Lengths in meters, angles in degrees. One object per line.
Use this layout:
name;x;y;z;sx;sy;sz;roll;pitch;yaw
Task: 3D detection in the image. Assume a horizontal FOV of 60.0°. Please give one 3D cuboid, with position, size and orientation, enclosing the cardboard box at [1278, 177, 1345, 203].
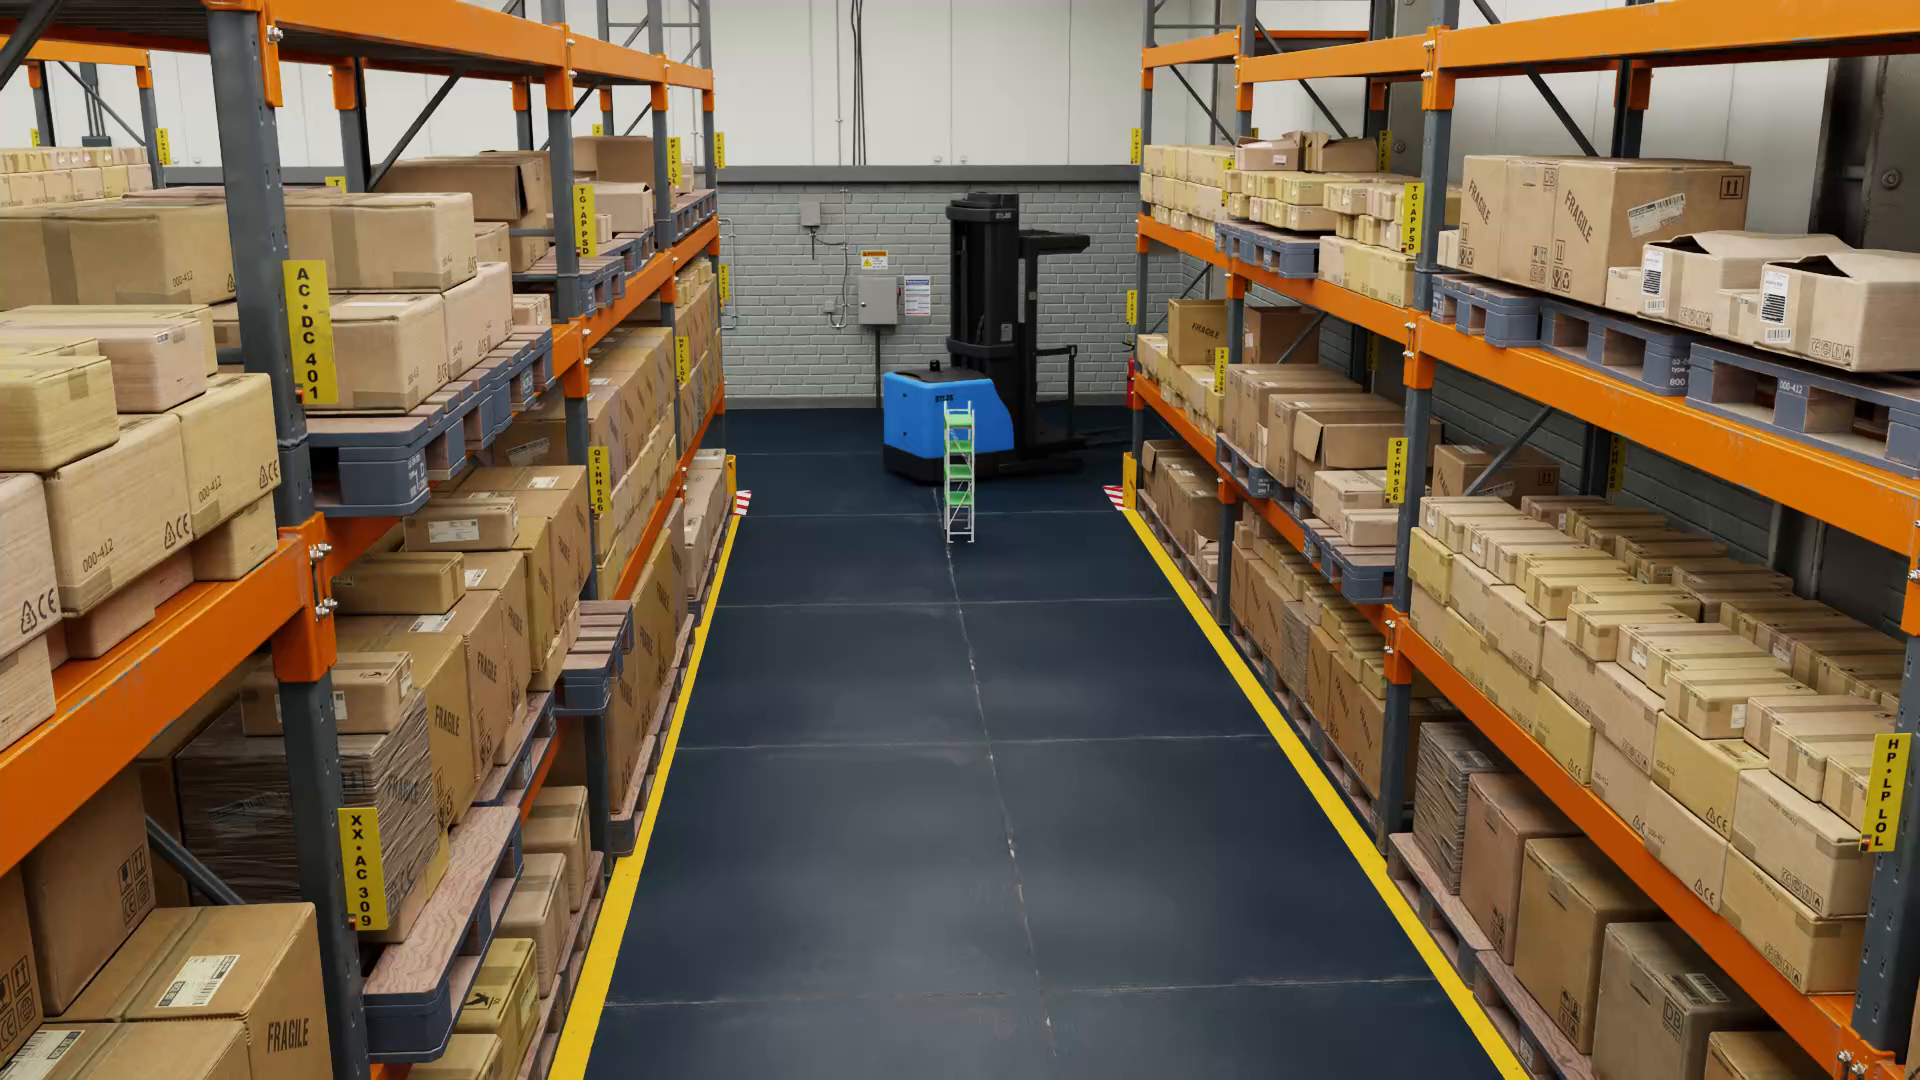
cardboard box;2.169;-2.150;10.207;0.380;0.149;0.250;-1;14;-3

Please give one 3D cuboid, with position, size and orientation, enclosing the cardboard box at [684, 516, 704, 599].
cardboard box;-2.446;0.134;12.787;0.875;0.438;0.875;-1;14;-4

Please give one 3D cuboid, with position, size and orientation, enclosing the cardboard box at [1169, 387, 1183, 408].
cardboard box;2.005;-1.224;14.270;0.380;0.149;0.250;-1;14;-2

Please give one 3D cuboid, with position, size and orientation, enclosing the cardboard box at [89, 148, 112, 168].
cardboard box;-7.324;-3.186;13.866;0.386;0.149;0.259;0;14;-1

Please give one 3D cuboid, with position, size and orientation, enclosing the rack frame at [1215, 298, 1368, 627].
rack frame;2.440;-0.824;12.208;1.000;3.000;0.127;-1;14;-3

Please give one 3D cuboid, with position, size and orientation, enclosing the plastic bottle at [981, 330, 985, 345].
plastic bottle;-8.046;0.436;9.826;18.851;1.306;14.253;-2;15;-7

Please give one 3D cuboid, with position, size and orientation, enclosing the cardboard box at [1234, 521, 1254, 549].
cardboard box;2.196;-0.037;12.023;0.380;0.149;0.250;0;14;-1

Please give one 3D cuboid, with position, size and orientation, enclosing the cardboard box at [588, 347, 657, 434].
cardboard box;-2.185;-0.917;10.362;0.500;0.500;0.500;0;14;-2

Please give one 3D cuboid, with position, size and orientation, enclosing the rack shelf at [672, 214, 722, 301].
rack shelf;-7.584;-1.545;13.445;10.987;1.870;4.000;-1;14;-3

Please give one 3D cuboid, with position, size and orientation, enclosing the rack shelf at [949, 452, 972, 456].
rack shelf;-0.010;-0.821;14.986;0.199;0.029;0.442;-1;14;-3

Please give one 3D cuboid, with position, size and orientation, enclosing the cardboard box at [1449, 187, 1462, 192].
cardboard box;2.873;-1.833;9.013;0.380;0.149;0.250;0;14;-2

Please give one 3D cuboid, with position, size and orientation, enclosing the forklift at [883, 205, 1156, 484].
forklift;-2.943;-1.910;16.745;10.536;2.843;2.687;-8;16;-28

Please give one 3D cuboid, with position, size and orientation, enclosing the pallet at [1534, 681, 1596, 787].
pallet;-9.709;0.384;4.889;25.245;1.709;1.217;-1;15;-6

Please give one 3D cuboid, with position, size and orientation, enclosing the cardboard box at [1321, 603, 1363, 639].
cardboard box;2.397;0.483;10.000;0.380;0.149;0.250;-1;14;-4

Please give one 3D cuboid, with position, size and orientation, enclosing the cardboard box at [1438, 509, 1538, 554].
cardboard box;2.431;-0.041;7.664;0.380;0.149;0.250;-1;14;-2

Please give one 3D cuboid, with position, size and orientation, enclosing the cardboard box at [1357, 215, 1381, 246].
cardboard box;2.379;-1.678;9.010;0.380;0.149;0.250;-1;14;-3

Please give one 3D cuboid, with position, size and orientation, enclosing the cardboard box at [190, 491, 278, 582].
cardboard box;-1.694;-0.014;3.544;0.380;0.149;0.250;-1;14;-3

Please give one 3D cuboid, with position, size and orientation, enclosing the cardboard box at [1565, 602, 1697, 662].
cardboard box;2.490;0.340;6.183;0.380;0.149;0.250;-1;14;-5

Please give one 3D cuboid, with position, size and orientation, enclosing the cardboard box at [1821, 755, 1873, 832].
cardboard box;2.719;-0.143;8.765;0.659;0.500;8.552;0;14;-2

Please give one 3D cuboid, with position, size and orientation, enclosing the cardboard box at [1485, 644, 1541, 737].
cardboard box;2.536;0.611;6.932;0.500;0.250;0.500;-1;14;-5

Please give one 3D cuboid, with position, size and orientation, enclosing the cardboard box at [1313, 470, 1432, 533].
cardboard box;2.299;-0.217;9.308;0.500;0.250;0.500;-2;15;-6

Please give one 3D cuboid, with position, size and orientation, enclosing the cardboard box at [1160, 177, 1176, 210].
cardboard box;2.018;-2.974;14.251;0.500;0.250;0.500;-1;14;-5

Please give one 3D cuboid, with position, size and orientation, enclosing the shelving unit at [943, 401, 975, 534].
shelving unit;-6.149;0.483;10.742;13.061;1.200;8.595;-1;14;-3

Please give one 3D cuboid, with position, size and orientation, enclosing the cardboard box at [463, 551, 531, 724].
cardboard box;-1.853;0.351;6.001;0.500;0.500;0.500;-1;15;-6

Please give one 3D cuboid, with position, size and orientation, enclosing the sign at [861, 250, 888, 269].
sign;-1.097;-3.590;21.301;0.339;0.242;0.001;-1;14;-3

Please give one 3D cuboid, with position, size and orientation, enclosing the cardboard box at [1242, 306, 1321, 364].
cardboard box;2.613;-1.633;13.551;0.500;0.500;0.500;-1;14;-5

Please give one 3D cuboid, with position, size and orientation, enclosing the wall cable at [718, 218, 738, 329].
wall cable;-3.135;-3.650;21.091;0.585;1.953;0.123;-1;14;-3

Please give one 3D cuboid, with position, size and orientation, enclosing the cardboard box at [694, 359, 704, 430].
cardboard box;-2.333;-1.164;13.331;0.500;0.500;0.500;-1;14;-3

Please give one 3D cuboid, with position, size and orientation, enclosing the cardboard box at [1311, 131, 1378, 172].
cardboard box;2.577;-2.611;11.167;0.396;0.266;0.258;-1;14;-3

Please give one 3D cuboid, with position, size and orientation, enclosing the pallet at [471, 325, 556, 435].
pallet;-2.018;-0.531;5.429;1.213;0.211;1.003;-1;14;-3

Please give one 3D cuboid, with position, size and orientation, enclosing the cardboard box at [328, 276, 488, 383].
cardboard box;-1.687;-0.618;4.845;0.500;0.250;0.500;-1;14;-4

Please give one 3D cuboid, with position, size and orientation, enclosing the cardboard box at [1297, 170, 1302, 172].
cardboard box;2.693;-2.717;12.249;0.500;0.250;0.500;-1;14;-4

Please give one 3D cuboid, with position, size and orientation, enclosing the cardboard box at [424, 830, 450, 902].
cardboard box;-1.744;0.957;4.948;0.380;0.149;0.250;-1;14;-2

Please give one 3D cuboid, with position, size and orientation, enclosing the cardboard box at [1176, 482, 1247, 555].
cardboard box;2.214;-0.186;13.904;0.700;0.500;0.500;-1;14;-6

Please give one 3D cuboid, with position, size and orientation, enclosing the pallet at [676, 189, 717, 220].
pallet;-2.706;-2.966;14.694;1.003;0.211;1.213;-1;14;-3

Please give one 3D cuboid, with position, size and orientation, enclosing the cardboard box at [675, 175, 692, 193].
cardboard box;-2.538;-3.110;14.535;0.380;0.149;0.250;-2;15;-8

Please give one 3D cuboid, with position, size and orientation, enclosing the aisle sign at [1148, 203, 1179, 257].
aisle sign;1.895;-3.090;15.799;0.394;0.787;0.004;-1;14;-3

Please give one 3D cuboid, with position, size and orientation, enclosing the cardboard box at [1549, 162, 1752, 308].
cardboard box;2.552;-1.145;6.192;0.500;0.500;0.500;-1;14;-2

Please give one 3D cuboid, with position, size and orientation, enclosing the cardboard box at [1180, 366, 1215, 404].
cardboard box;2.101;-1.267;13.633;0.500;0.250;0.500;-1;14;-4

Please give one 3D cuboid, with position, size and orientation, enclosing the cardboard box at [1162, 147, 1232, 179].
cardboard box;2.026;-3.219;14.198;0.500;0.250;0.500;-1;14;-4

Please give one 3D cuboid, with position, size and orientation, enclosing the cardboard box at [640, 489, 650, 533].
cardboard box;-2.156;-0.185;10.026;0.500;0.250;0.500;-1;14;-3

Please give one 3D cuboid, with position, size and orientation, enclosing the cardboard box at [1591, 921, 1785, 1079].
cardboard box;2.999;2.316;3.930;0.963;0.625;4.871;-1;14;-3

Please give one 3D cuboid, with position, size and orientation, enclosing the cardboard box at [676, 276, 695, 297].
cardboard box;-2.350;-2.054;13.482;0.380;0.149;0.250;-1;14;-3

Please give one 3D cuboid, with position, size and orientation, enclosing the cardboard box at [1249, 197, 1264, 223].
cardboard box;2.087;-2.135;10.747;0.380;0.149;0.250;-1;14;-3

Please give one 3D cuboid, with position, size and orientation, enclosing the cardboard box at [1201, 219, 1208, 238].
cardboard box;2.092;-2.429;12.930;0.380;0.149;0.250;-1;14;-4

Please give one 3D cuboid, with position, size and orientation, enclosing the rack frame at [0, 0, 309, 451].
rack frame;-2.019;-1.662;3.426;1.000;3.000;0.127;-1;14;-3

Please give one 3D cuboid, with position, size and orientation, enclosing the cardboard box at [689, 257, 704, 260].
cardboard box;-2.540;-2.502;15.220;0.380;0.149;0.250;-1;14;-3

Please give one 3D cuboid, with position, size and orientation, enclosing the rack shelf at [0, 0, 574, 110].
rack shelf;-2.142;-1.617;5.499;1.077;0.370;4.000;-1;14;-3

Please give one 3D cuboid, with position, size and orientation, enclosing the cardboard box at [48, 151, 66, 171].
cardboard box;-7.309;-2.993;13.119;0.380;0.149;0.250;-1;14;-5

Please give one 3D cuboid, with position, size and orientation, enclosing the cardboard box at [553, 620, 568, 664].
cardboard box;-1.854;0.435;6.977;0.380;0.149;0.250;-2;15;-6

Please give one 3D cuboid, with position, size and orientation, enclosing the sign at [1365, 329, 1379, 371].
sign;-2.127;-1.223;5.560;11.111;3.253;12.099;-1;14;-3

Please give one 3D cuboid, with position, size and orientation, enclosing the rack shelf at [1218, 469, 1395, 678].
rack shelf;2.564;0.022;10.364;1.077;0.370;4.000;-1;14;-3

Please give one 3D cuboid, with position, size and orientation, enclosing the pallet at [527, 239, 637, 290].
pallet;-2.431;-1.550;9.390;1.003;0.211;1.213;0;14;-1

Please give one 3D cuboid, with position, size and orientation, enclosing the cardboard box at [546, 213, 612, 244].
cardboard box;-2.247;-1.821;9.691;0.380;0.166;0.250;0;14;1

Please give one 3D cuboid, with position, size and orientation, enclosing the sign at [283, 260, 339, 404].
sign;-1.477;-0.470;3.775;0.100;0.325;0.005;-1;14;-3
